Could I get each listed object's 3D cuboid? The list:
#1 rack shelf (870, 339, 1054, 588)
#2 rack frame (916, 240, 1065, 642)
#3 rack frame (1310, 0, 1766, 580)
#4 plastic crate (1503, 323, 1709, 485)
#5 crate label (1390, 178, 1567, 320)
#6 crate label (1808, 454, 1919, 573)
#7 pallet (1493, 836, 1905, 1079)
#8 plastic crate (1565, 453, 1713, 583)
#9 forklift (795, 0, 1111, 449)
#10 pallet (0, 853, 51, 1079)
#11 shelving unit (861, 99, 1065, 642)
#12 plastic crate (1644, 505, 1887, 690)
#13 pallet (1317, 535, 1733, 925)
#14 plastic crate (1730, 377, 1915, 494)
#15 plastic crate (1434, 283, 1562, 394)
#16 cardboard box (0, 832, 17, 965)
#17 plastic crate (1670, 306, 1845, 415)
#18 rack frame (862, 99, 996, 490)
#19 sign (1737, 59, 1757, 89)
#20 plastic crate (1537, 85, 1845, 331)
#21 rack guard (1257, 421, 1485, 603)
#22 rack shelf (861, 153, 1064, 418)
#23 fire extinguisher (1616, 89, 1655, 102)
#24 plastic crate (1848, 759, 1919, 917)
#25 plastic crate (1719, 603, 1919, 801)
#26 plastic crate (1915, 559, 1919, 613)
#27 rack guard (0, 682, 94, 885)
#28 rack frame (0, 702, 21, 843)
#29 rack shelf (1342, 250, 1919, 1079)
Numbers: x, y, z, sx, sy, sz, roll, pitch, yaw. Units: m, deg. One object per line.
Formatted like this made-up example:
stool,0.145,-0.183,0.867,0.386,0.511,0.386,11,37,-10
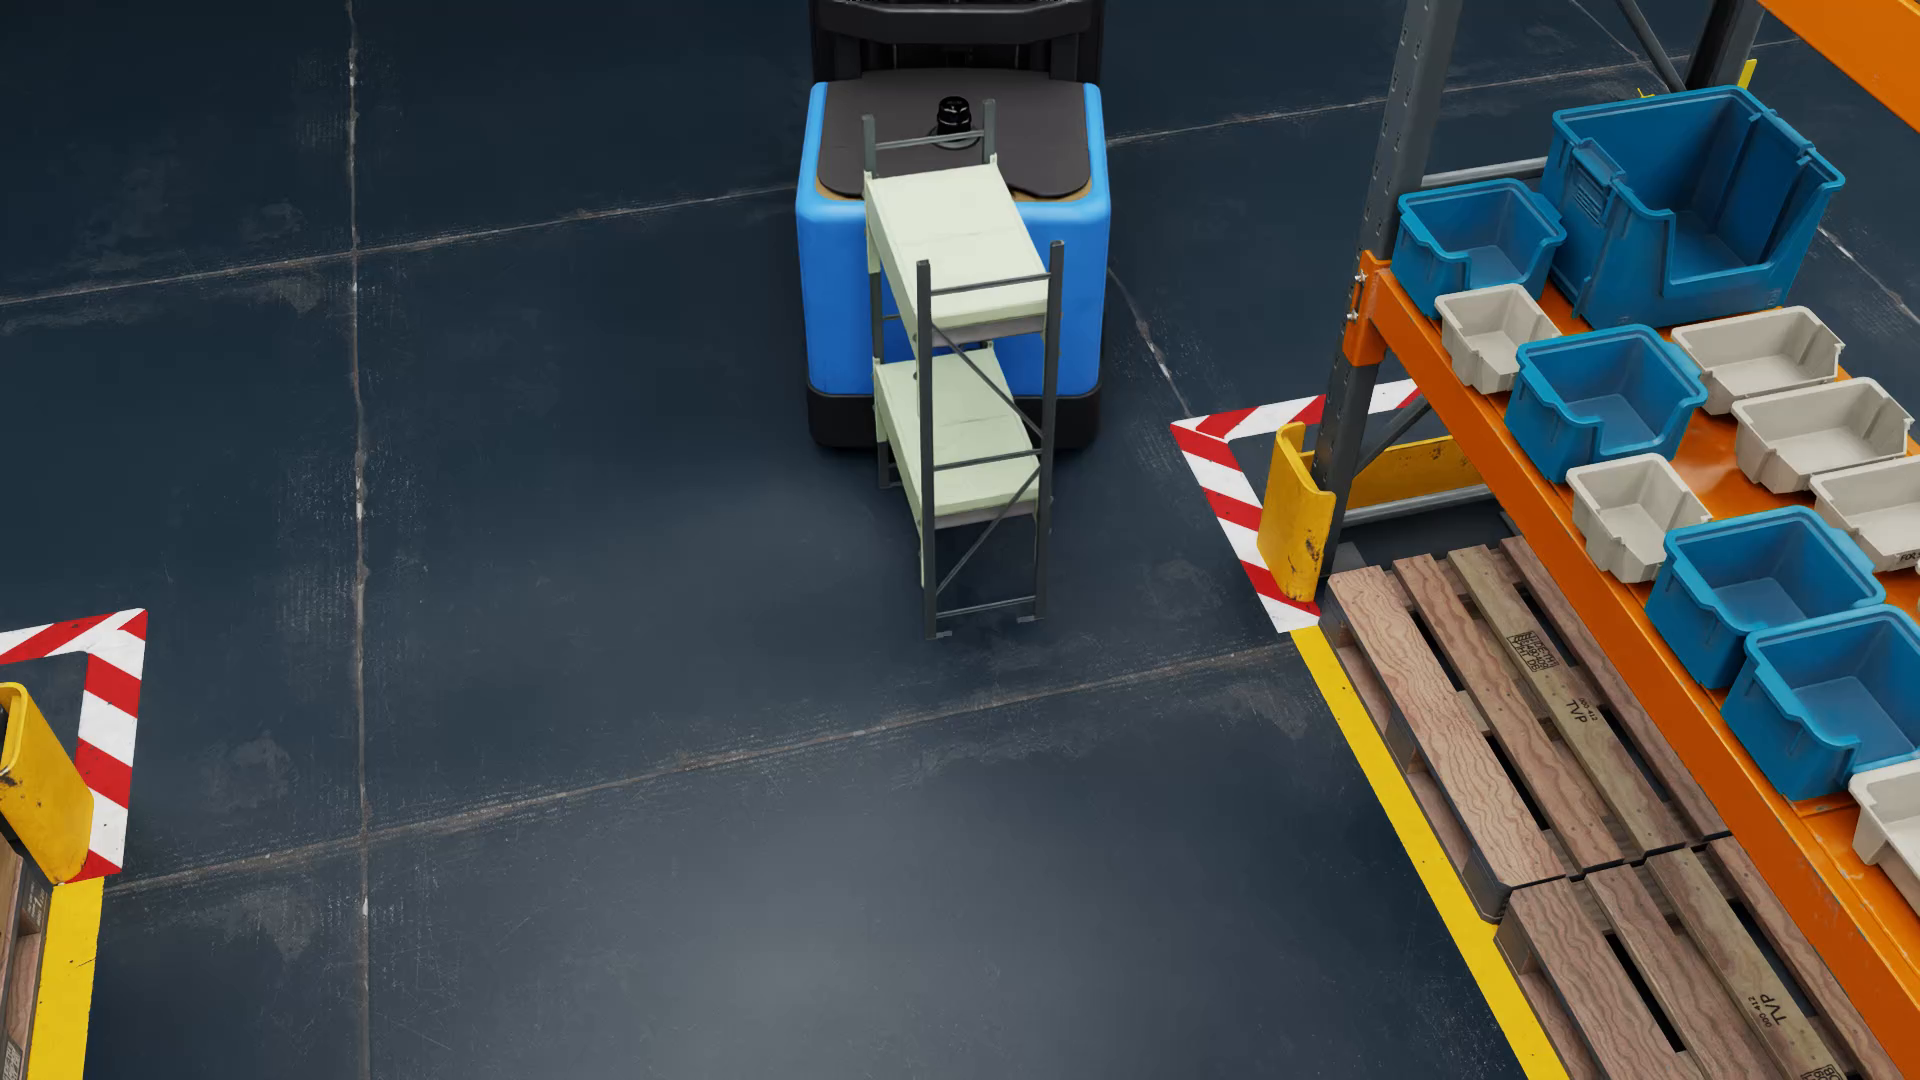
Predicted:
rack shelf,-0.005,-0.261,5.412,0.431,0.370,0.720,-10,46,-10
rack frame,0.082,-0.235,4.930,0.400,1.500,0.023,-10,46,-10
rack frame,1.636,-1.042,4.671,1.000,3.000,0.127,-11,47,-10
plastic crate,1.550,-0.319,4.038,0.416,0.233,0.300,-11,47,-10
crate label,1.381,-0.773,4.483,0.416,0.233,0.303,-11,47,-10
crate label,2.175,-0.050,3.841,0.396,0.136,0.243,-11,47,-10
pallet,2.119,1.351,4.278,1.003,0.211,1.213,-11,47,-10
plastic crate,1.557,-0.035,3.827,0.250,0.136,0.298,-11,47,-10
forklift,-0.010,-2.387,6.037,1.130,2.935,3.031,0,46,0
pallet,-2.929,1.440,4.191,1.003,0.211,1.213,-11,47,-10
shelving unit,-0.005,-0.489,5.179,0.431,1.500,0.755,-10,46,-10
plastic crate,1.718,0.136,3.592,0.416,0.233,0.300,-11,47,-10
pallet,1.810,0.511,5.102,1.003,0.211,1.213,-11,47,-10
plastic crate,2.080,-0.238,4.025,0.396,0.136,0.243,-11,47,-10
plastic crate,1.383,-0.503,4.285,0.250,0.136,0.298,-11,47,-10
cardboard box,-2.776,0.913,4.197,0.500,0.500,0.500,-11,47,-10
plastic crate,2.020,-0.440,4.224,0.396,0.136,0.243,-11,47,-10
rack frame,-0.092,-0.743,5.428,0.400,1.500,0.023,-10,46,-10
sign,2.164,-1.211,4.722,0.100,0.325,0.005,-11,47,-10
plastic crate,1.903,-0.878,4.443,0.616,0.435,0.499,-11,47,-10
rack guard,1.618,-0.181,5.577,1.175,0.500,0.348,-11,47,-10
rack shelf,-0.005,-0.762,4.900,0.431,0.370,0.720,-10,46,-10
fire extinguisher,2.037,-1.071,5.015,0.296,0.674,0.183,-11,47,-10
plastic crate,1.924,0.644,3.161,0.293,0.136,0.466,-11,47,-10
plastic crate,1.795,0.343,3.389,0.416,0.233,0.300,-11,47,-10
plastic crate,2.269,0.151,3.644,0.298,0.136,0.250,-11,47,-10
rack guard,-3.134,0.789,4.627,1.175,0.500,0.348,-11,47,-10
rack frame,-3.153,-0.139,3.786,1.000,3.000,0.127,-11,47,-10
rack shelf,2.148,0.591,3.574,1.077,0.370,4.000,-11,47,-10
